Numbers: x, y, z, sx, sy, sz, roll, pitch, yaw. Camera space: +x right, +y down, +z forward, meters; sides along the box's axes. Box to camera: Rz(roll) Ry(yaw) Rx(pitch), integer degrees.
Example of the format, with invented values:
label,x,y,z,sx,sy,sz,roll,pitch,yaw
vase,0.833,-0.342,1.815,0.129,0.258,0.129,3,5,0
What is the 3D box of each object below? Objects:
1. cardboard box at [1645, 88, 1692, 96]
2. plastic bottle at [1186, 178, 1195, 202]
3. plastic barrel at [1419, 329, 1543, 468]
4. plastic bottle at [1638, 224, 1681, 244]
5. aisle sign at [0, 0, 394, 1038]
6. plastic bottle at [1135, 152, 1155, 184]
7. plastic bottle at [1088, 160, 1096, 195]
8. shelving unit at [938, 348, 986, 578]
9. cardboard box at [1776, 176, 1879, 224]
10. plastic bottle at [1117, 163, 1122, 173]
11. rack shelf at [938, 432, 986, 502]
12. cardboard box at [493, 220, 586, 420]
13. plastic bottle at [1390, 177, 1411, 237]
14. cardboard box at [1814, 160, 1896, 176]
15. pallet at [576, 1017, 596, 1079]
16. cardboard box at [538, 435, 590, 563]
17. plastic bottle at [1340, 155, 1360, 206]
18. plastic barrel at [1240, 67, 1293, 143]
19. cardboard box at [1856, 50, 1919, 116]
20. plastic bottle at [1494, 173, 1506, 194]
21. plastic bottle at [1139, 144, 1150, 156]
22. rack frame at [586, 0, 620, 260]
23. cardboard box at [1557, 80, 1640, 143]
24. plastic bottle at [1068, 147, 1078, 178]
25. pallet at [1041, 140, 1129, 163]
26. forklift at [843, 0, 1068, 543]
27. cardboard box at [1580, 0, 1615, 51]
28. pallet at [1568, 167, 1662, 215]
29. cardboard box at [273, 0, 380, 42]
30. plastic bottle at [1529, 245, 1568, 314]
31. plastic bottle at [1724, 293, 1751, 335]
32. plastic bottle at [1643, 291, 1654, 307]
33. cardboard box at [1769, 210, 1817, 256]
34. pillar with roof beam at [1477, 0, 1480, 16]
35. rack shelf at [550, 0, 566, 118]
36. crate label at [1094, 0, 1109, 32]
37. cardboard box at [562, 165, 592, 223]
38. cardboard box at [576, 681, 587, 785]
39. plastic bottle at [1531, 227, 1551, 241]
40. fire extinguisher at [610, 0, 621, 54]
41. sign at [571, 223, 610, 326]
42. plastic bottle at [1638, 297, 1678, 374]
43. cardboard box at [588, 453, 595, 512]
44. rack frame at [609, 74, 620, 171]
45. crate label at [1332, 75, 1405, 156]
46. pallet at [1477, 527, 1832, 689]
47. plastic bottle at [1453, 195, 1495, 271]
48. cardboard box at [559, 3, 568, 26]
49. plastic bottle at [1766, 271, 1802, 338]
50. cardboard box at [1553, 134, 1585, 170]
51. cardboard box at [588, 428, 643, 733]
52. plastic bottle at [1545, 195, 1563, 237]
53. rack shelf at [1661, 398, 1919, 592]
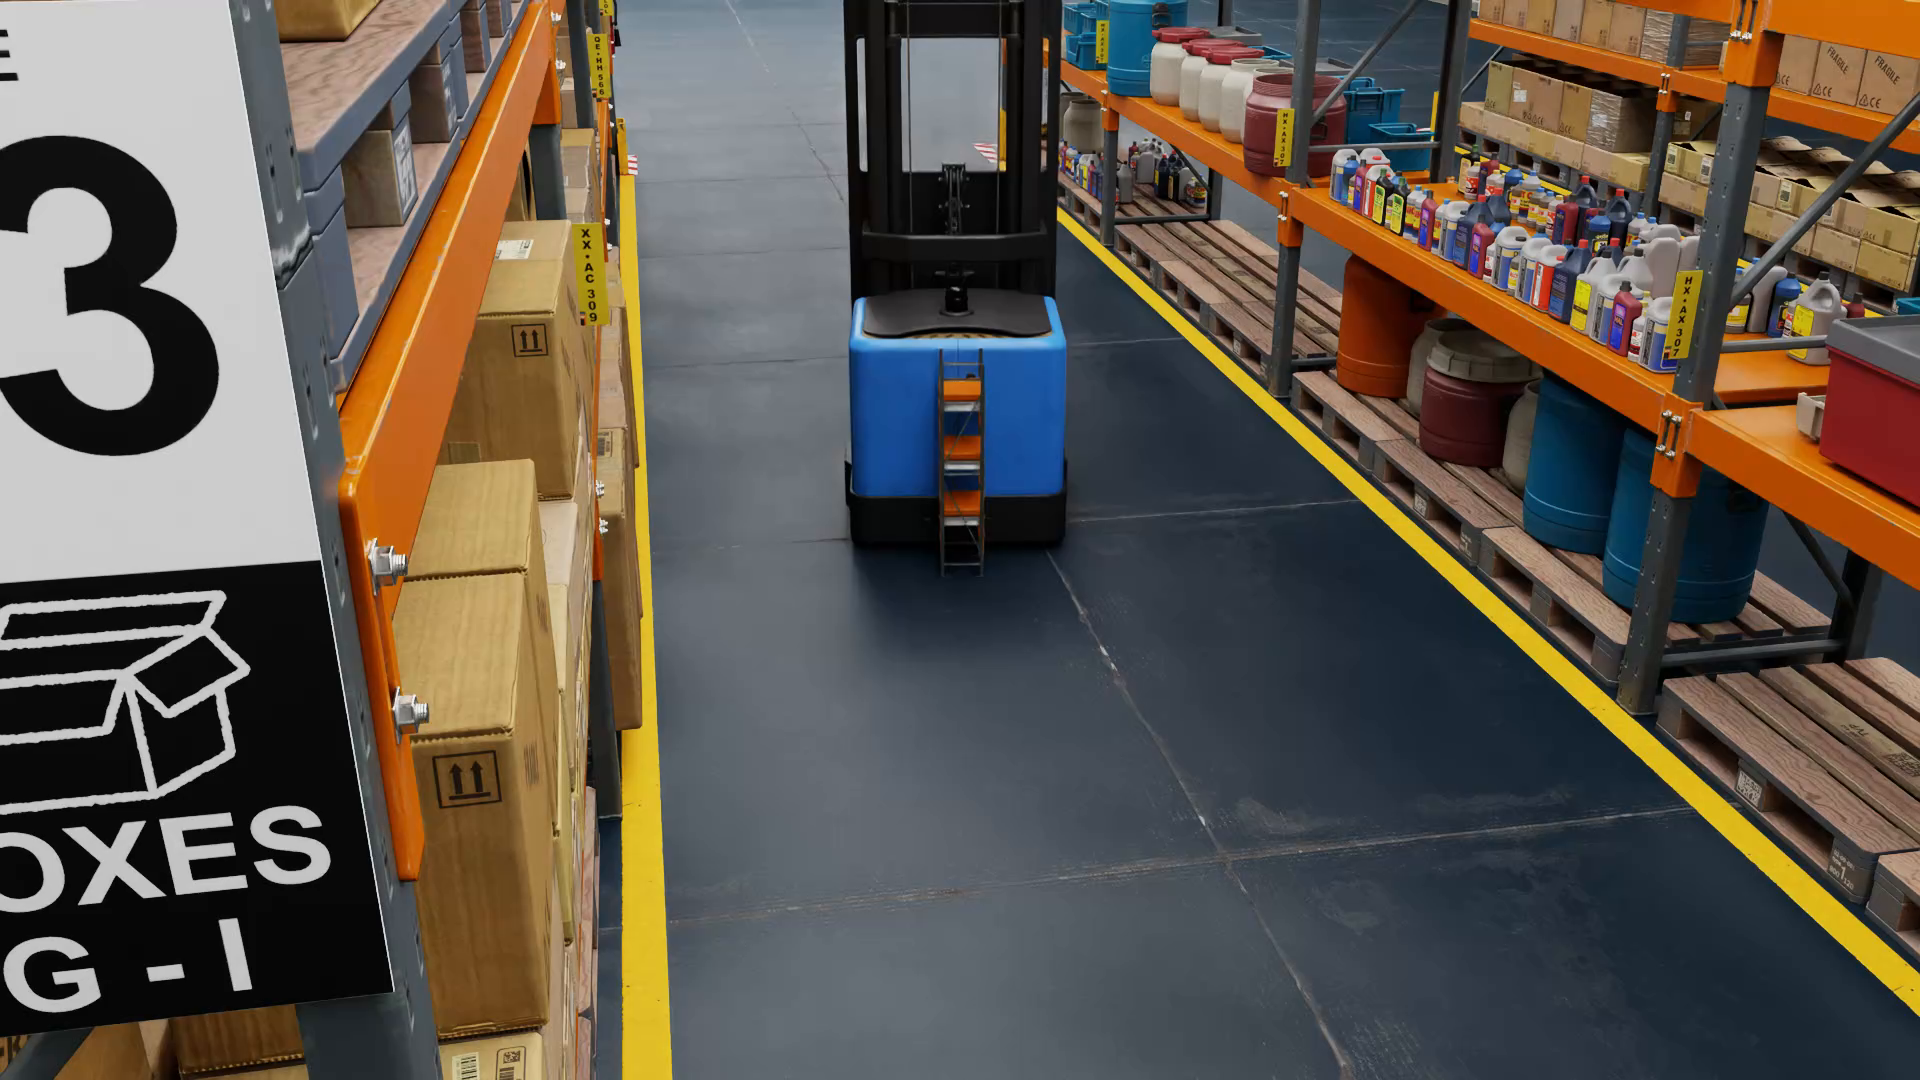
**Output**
label,x,y,z,sx,sy,sz,roll,pitch,yaw
cardboard box,6.668,-3.916,15.442,0.500,0.500,0.500,-4,24,-10
plastic bottle,2.012,-3.030,14.387,0.097,0.201,0.097,0,24,0
plastic barrel,2.733,-0.752,8.712,0.600,0.588,0.708,-4,24,-10
plastic bottle,3.231,-1.335,7.715,0.152,0.276,0.135,-4,24,-10
aisle sign,-0.663,0.028,1.190,0.394,0.787,0.004,-4,24,-10
plastic bottle,1.681,-3.395,15.130,0.152,0.276,0.135,-4,24,-10
plastic bottle,1.168,-3.198,14.670,0.061,0.283,0.133,-3,24,-6
shelving unit,0.008,-0.351,7.743,0.215,1.050,0.252,-1,24,-1
cardboard box,6.663,-2.642,12.762,0.500,0.311,0.500,-4,24,-8
plastic bottle,1.380,-3.155,14.579,0.152,0.276,0.135,-4,24,-10
rack shelf,0.008,-0.342,7.747,0.215,0.259,0.240,-1,24,-1
cardboard box,-1.363,-0.610,4.778,0.500,0.500,0.500,-4,24,-8
plastic bottle,2.287,-1.723,8.594,0.061,0.283,0.133,-4,24,-10
cardboard box,7.095,-2.889,13.327,0.500,0.311,0.500,-4,24,-10
pallet,-1.418,1.704,4.085,1.003,0.211,1.213,-4,24,-10
cardboard box,-1.273,-0.070,4.478,0.500,0.250,0.500,-4,24,-8
plastic bottle,2.174,-1.999,9.240,0.097,0.271,0.097,0,24,0
plastic barrel,2.017,-2.740,10.636,0.421,0.512,0.421,0,24,0
cardboard box,6.959,-3.370,12.092,0.500,0.500,0.500,-6,24,-13
plastic bottle,2.975,-1.905,9.113,0.097,0.201,0.097,0,24,0
plastic bottle,1.753,-3.554,15.494,0.152,0.276,0.135,-5,24,-11
rack frame,-3.190,-3.507,12.531,1.000,3.000,0.127,-4,24,-10
cardboard box,6.068,-4.074,15.805,0.500,0.500,0.500,-4,24,-10
plastic bottle,1.048,-3.487,15.346,0.097,0.271,0.097,0,24,0
pallet,1.143,-3.822,16.738,1.003,0.211,1.213,-4,24,-10
forklift,-0.042,-1.871,8.873,1.130,2.935,3.031,-1,24,-1
cardboard box,6.265,-4.863,15.511,0.700,0.500,0.500,-4,24,-9
pallet,6.440,-3.276,15.488,1.003,0.211,1.213,-4,24,-10
cardboard box,-1.106,-0.876,1.986,0.700,0.500,0.500,-5,24,-12
plastic bottle,2.605,-1.143,7.274,0.152,0.276,0.135,-4,24,-10
plastic bottle,3.259,-0.973,6.978,0.097,0.201,0.097,0,24,0
plastic bottle,2.818,-0.927,6.872,0.097,0.201,0.097,0,24,0
cardboard box,6.662,-2.389,12.883,0.500,0.250,0.500,-4,24,-9
pillar with roof beam,5.204,-13.119,27.045,9.100,9.000,0.400,-4,24,-10
rack shelf,-2.081,-2.192,6.671,1.077,0.370,4.000,-4,24,-10
crate label,1.544,-4.759,15.354,0.502,0.435,0.616,-4,24,-10
cardboard box,-1.930,-1.403,7.589,0.500,0.500,0.500,-5,24,-11
cardboard box,-1.049,0.457,3.771,0.380,0.149,0.250,-4,24,-9
plastic bottle,2.657,-1.301,7.643,0.097,0.271,0.097,0,24,0
fire extinguisher,-3.498,-5.124,16.330,0.296,0.674,0.183,-4,24,-10
sign,-1.166,-0.835,5.233,0.100,0.325,0.005,-4,24,-10
plastic bottle,2.766,-0.801,6.491,0.152,0.276,0.135,-4,24,-10
cardboard box,-1.333,-0.149,5.157,0.380,0.149,0.250,-4,24,-9
rack frame,-3.930,-5.080,16.134,1.000,3.000,0.127,-4,24,-10
crate label,2.499,-2.727,10.702,0.502,0.435,0.616,-4,24,-10
pallet,3.055,0.245,7.426,1.003,0.211,1.213,-4,24,-10
plastic bottle,2.461,-1.474,7.940,0.144,0.351,0.185,-4,24,-10
cardboard box,-3.181,-3.651,11.588,1.000,1.000,1.000,-4,24,-9
plastic bottle,3.426,-0.978,6.903,0.097,0.271,0.097,0,24,0
cardboard box,6.056,-3.730,15.953,0.500,0.250,0.500,-4,24,-10
cardboard box,-1.849,0.171,6.240,1.225,0.875,0.875,-4,24,-10
plastic bottle,3.083,-1.676,8.587,0.097,0.201,0.097,0,24,0
rack shelf,3.526,0.390,4.508,1.077,0.370,4.000,-4,24,-10
